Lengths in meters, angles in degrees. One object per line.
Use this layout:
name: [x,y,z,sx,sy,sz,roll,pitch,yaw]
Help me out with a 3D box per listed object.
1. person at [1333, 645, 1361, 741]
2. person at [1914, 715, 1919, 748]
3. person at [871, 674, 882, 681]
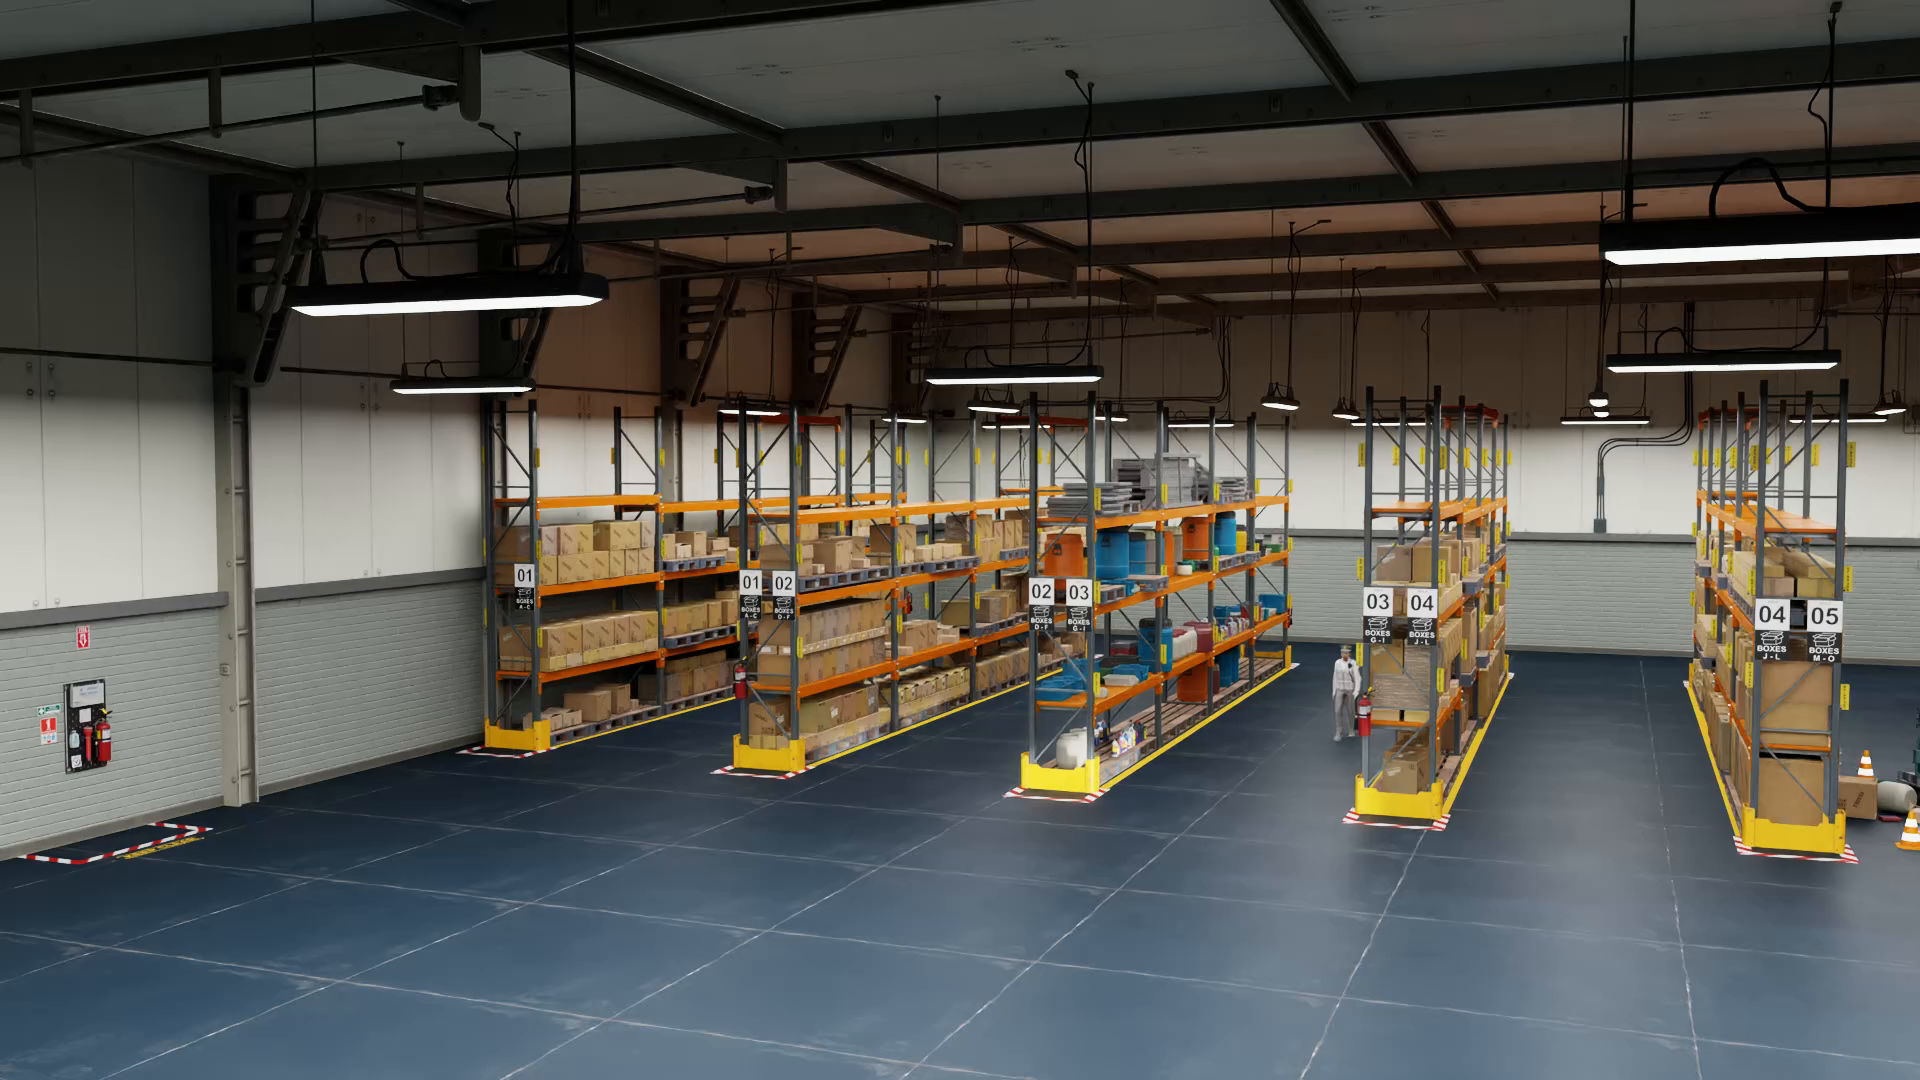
person: [6.878,2.714,29.642,0.543,1.683,0.630,2,3,32]
person: [16.735,2.801,28.526,0.453,1.683,0.552,0,3,5]
person: [-1.815,2.423,36.027,0.457,1.586,0.435,2,3,36]
